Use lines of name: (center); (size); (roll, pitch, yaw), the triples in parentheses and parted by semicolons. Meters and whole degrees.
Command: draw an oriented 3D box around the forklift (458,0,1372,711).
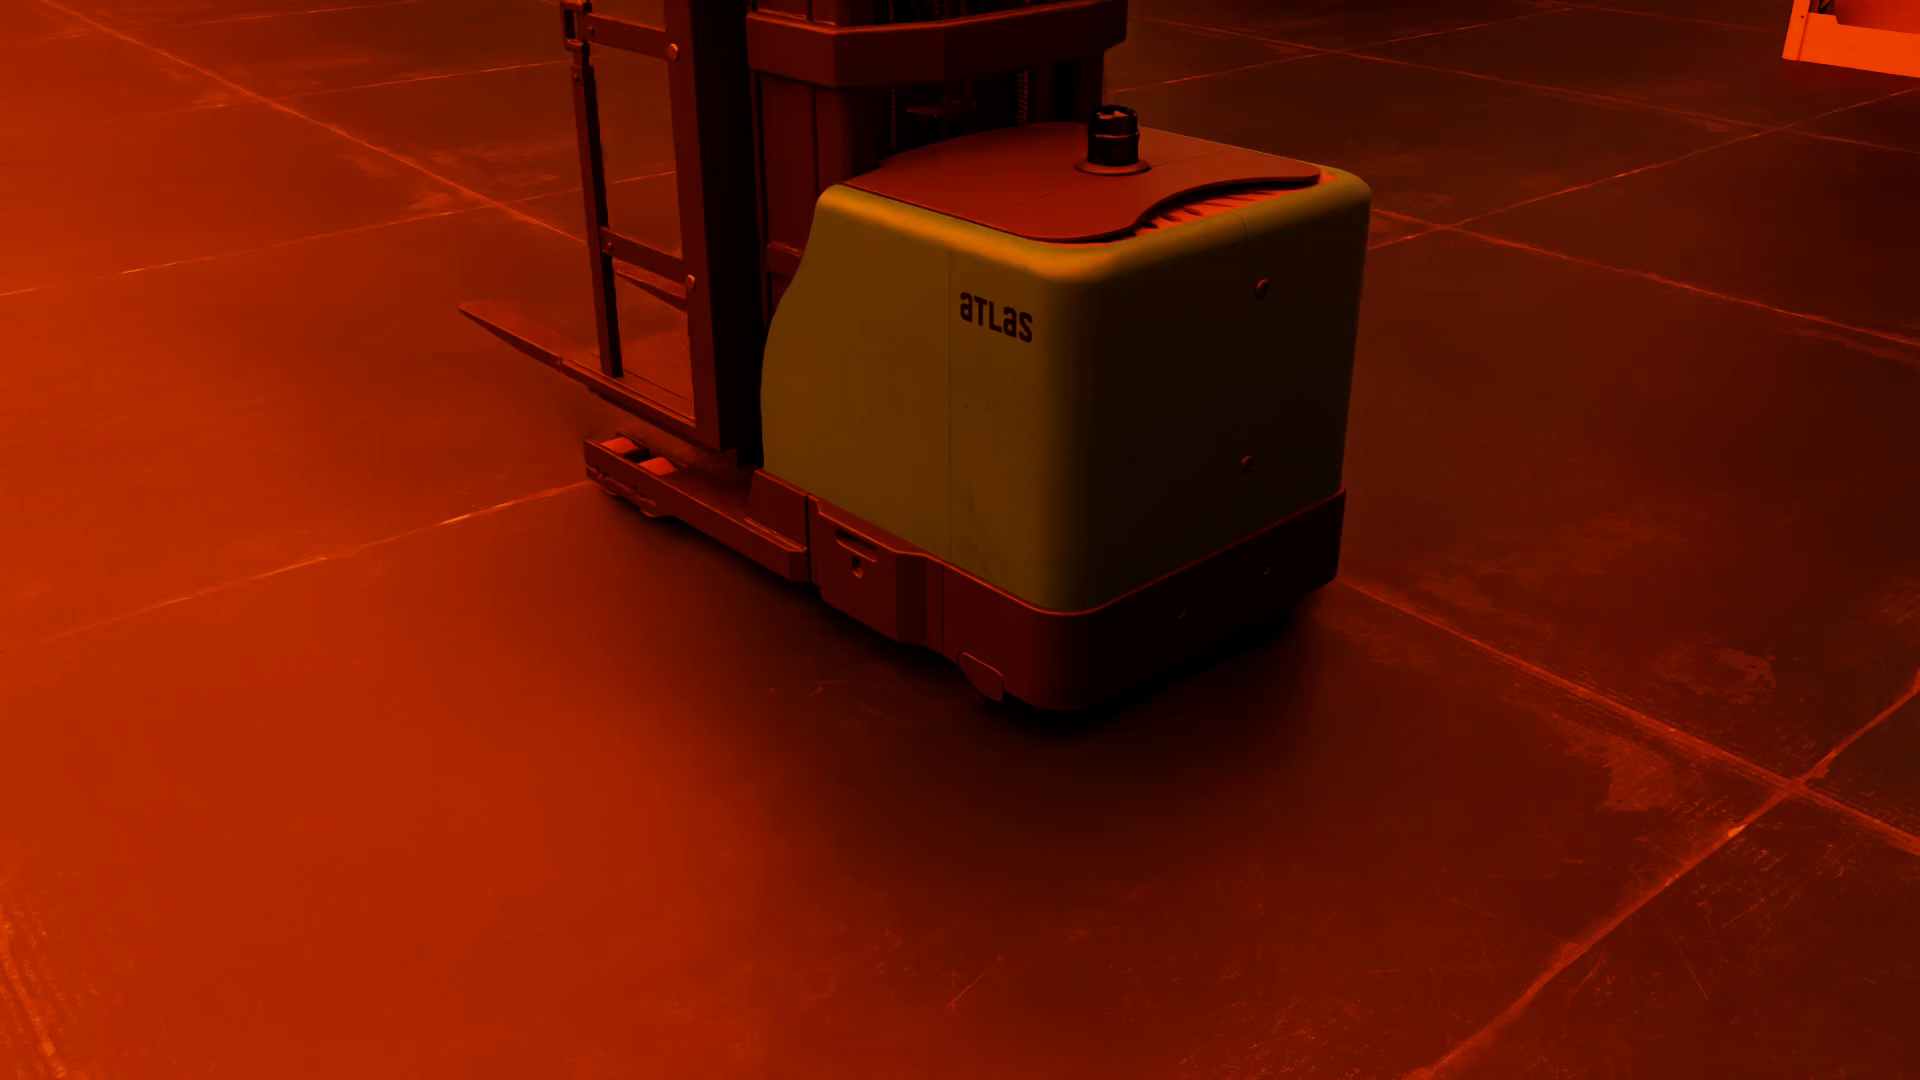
forklift: (-0.421, -1.511, 4.248); (1.130, 2.935, 3.031); (-22, 34, -37)
